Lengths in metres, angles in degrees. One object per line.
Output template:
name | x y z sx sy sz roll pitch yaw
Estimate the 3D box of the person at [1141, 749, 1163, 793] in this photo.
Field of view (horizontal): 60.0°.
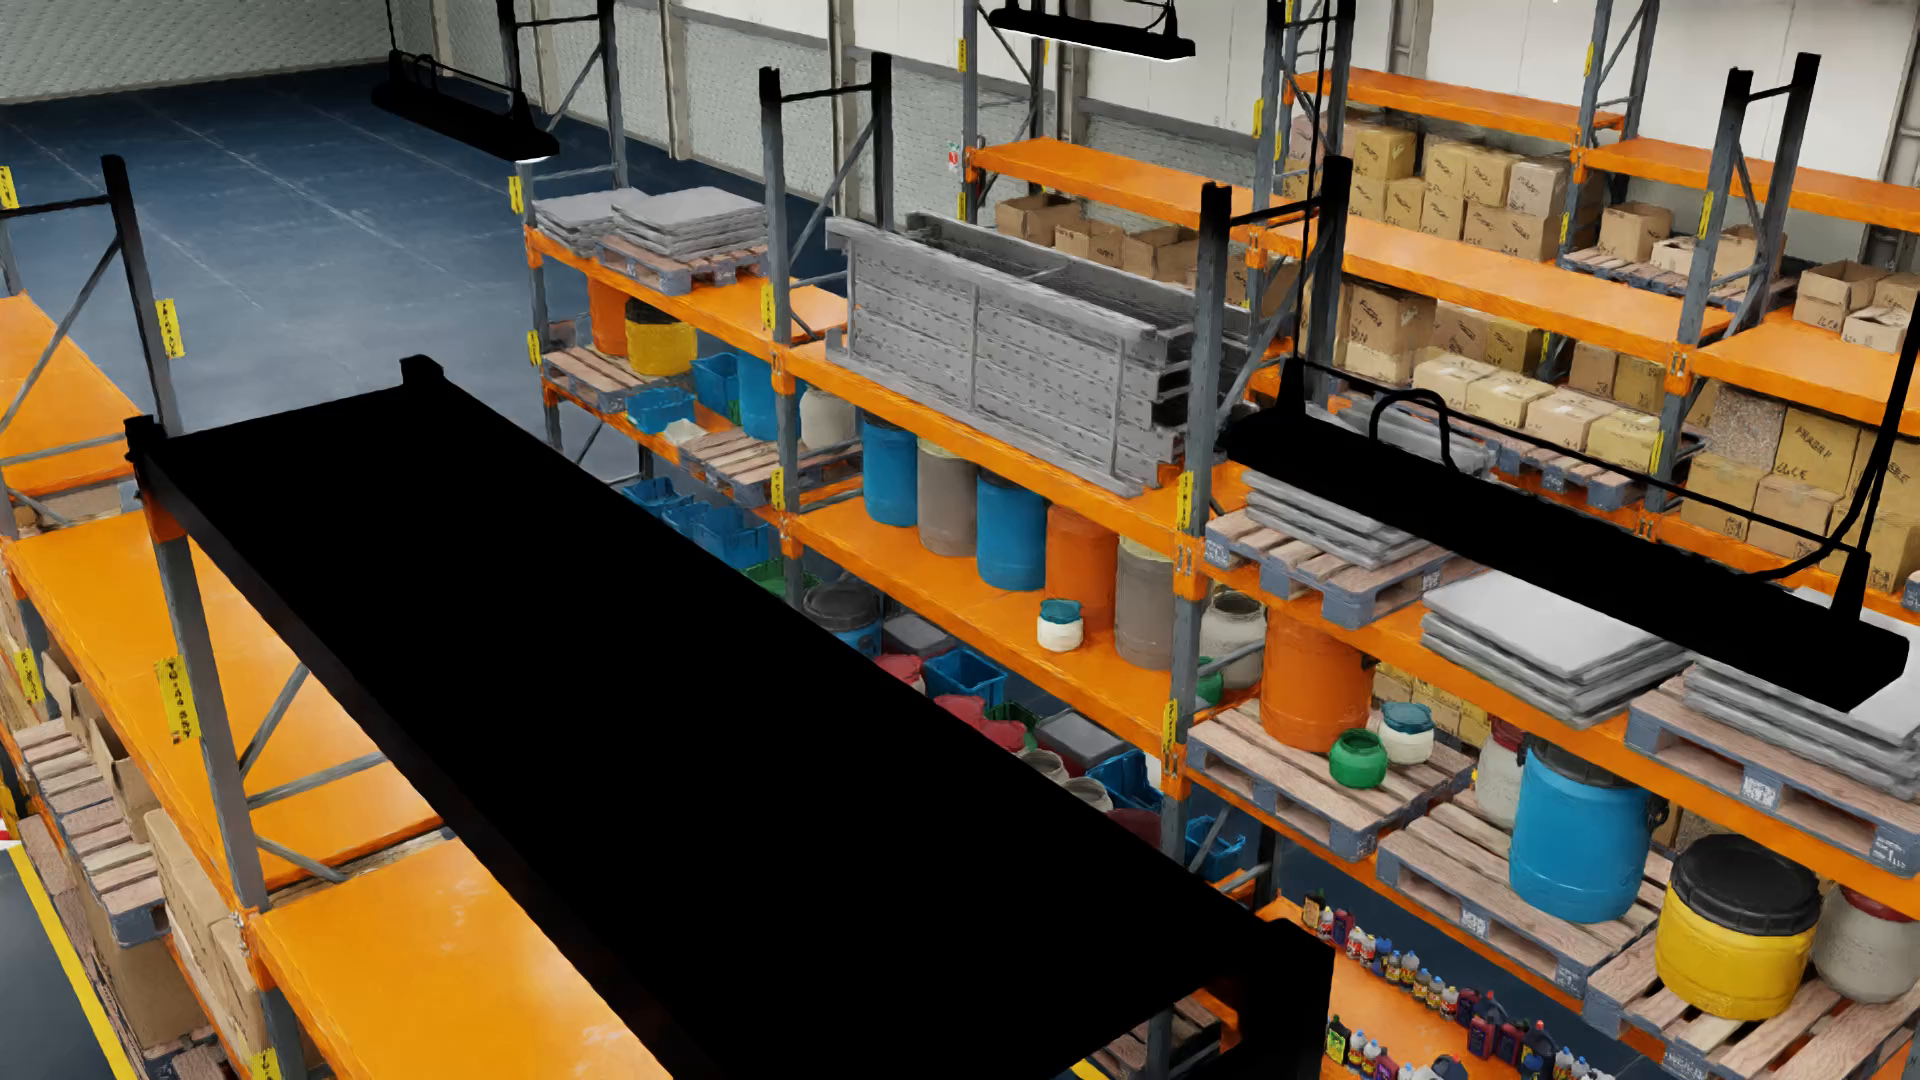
person | 1.354 2.008 12.147 0.569 1.706 1.042 -14 29 -27
